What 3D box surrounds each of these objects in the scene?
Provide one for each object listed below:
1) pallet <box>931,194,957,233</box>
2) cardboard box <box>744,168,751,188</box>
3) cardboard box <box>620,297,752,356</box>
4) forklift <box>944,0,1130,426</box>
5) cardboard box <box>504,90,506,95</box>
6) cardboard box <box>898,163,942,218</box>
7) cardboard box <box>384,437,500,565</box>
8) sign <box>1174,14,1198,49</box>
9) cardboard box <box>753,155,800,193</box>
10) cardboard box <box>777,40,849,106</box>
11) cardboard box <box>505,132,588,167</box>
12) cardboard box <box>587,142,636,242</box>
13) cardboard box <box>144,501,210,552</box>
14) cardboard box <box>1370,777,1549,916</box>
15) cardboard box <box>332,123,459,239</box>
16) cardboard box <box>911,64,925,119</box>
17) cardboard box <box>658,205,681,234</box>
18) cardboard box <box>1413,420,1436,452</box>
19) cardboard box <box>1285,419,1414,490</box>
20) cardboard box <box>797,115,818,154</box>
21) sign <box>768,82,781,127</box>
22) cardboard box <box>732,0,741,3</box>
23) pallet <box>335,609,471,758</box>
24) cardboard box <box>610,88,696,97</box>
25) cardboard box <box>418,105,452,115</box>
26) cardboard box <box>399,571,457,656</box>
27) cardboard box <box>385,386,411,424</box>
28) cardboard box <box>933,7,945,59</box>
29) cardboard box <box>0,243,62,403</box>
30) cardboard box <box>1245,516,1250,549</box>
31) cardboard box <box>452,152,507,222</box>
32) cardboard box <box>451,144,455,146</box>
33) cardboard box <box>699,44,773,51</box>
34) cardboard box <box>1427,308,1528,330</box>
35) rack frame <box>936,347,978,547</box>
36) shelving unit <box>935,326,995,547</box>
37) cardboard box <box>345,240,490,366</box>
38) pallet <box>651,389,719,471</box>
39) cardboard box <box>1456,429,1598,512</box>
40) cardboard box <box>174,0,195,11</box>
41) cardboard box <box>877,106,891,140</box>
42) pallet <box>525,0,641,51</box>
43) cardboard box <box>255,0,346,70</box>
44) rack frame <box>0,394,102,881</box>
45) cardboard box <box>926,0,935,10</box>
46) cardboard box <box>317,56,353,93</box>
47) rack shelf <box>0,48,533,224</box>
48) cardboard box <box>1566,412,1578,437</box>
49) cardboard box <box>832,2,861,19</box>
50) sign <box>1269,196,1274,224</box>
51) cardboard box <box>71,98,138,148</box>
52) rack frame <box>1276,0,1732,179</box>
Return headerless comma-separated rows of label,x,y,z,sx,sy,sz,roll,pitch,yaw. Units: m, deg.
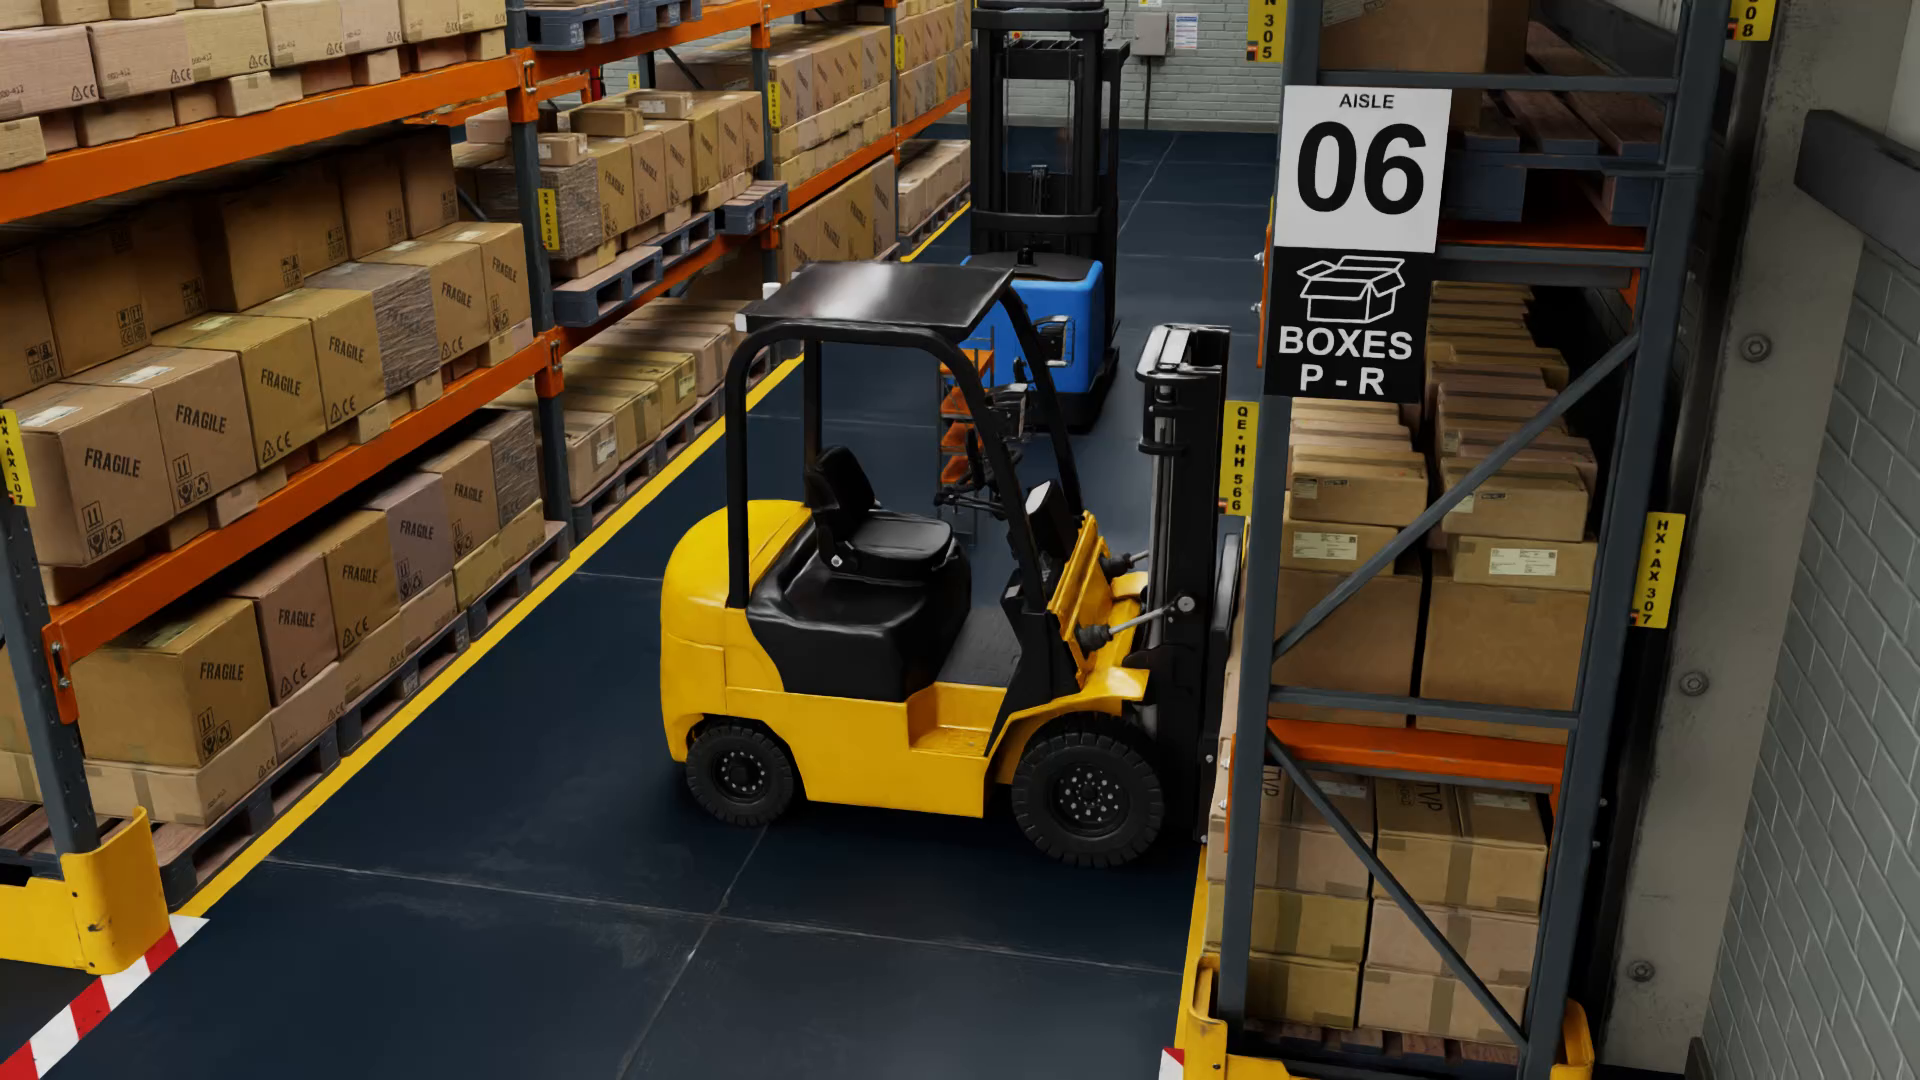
pallet,-0.645,-3.718,18.803,1.003,0.211,1.213,4,22,11
cardboard box,-1.760,-2.666,12.232,0.380,0.149,0.250,5,22,12
cardboard box,-2.064,-1.599,12.764,0.950,0.372,0.625,3,22,7
forklift,0.665,-2.677,12.578,1.130,2.935,3.031,4,22,10
cardboard box,-5.381,-5.181,19.040,0.380,0.149,0.250,5,23,13
cardboard box,-0.708,-3.847,18.258,0.875,0.438,0.875,4,22,9
cardboard box,-2.716,-0.210,8.475,0.500,0.500,0.500,5,22,12
sign,3.373,-7.599,24.834,0.329,0.494,0.001,4,22,11
cardboard box,-1.593,-2.919,13.287,0.500,0.250,0.500,4,22,10
cardboard box,-1.280,-4.055,14.435,0.500,0.500,0.500,5,22,12
cardboard box,-2.313,-2.191,9.317,0.380,0.149,0.250,4,22,11
cardboard box,-2.277,-2.078,9.904,0.500,0.500,0.500,5,22,11
cardboard box,-3.129,-0.079,6.372,0.380,0.149,0.250,4,22,9
cardboard box,1.572,0.929,5.311,0.500,0.250,0.500,4,22,10
cardboard box,-3.058,-1.870,8.611,0.700,0.500,0.500,4,22,10
cardboard box,-0.664,-4.674,17.309,0.500,0.500,0.500,5,22,11
cardboard box,-2.040,-2.097,10.819,0.380,0.149,0.250,5,23,13
cardboard box,1.844,-0.109,5.975,0.500,0.500,0.500,4,22,10
cardboard box,1.175,-0.251,5.061,0.380,0.149,0.250,4,22,11
cardboard box,-1.488,-3.347,13.680,0.500,0.250,0.500,5,22,12
sign,-1.406,-3.291,12.567,0.100,0.325,0.005,4,22,11
cardboard box,-1.798,-3.973,12.023,0.380,0.149,0.250,4,22,11
pallet,-3.105,0.623,8.023,1.003,0.211,1.213,4,22,11
cardboard box,-2.258,-3.061,12.345,0.500,0.500,0.500,4,22,9
cardboard box,-5.611,-4.594,17.582,0.380,0.149,0.250,5,23,13
cardboard box,-2.820,0.332,8.131,0.500,0.250,0.500,5,22,12
cardboard box,-2.808,-0.646,7.778,0.380,0.149,0.250,4,22,10
cardboard box,-0.459,-5.513,18.054,0.500,0.500,0.500,4,22,11
cardboard box,-3.681,-0.755,5.842,0.700,0.500,0.500,4,22,10
cardboard box,1.584,-0.033,7.700,0.500,0.250,0.500,4,22,11
cardboard box,-2.886,-1.932,9.541,0.500,0.500,0.500,4,22,10
cardboard box,-5.862,-4.595,19.705,0.380,0.149,0.250,5,22,12
cardboard box,-1.885,-3.918,14.093,0.500,0.500,0.500,4,22,11
cardboard box,1.960,-0.778,6.371,0.380,0.149,0.250,5,22,12
rack frame,-0.016,-0.528,9.558,0.240,1.200,0.015,4,22,11
shelving unit,0.034,-0.617,9.780,0.258,1.200,0.503,4,22,11
cardboard box,-2.701,-1.180,8.237,0.500,0.500,0.500,5,23,13
pallet,-2.351,-0.805,11.570,1.003,0.211,1.213,4,22,11
cardboard box,1.681,-0.210,4.961,0.380,0.149,0.250,5,23,13
cardboard box,-3.071,-2.026,6.124,0.380,0.149,0.250,4,22,11
cardboard box,-0.968,-4.039,16.068,0.500,0.250,0.500,4,22,10
pallet,-2.525,-2.888,9.245,1.213,0.211,1.003,4,22,11
cardboard box,-2.891,-2.087,6.807,0.500,0.250,0.500,5,22,12
rack frame,-3.572,0.097,5.598,1.000,3.000,0.127,4,22,11
cardboard box,-0.475,-5.754,17.785,0.380,0.149,0.250,5,22,11
cardboard box,-2.881,-2.039,7.221,0.380,0.149,0.250,5,22,12
rack shelf,-3.164,-1.692,6.988,1.077,0.370,4.000,4,22,11
cardboard box,1.892,-0.344,5.690,0.380,0.149,0.250,5,22,11
cardboard box,-1.212,-5.328,16.727,0.380,0.149,0.250,5,22,12
sign,1.571,-1.527,8.187,0.100,0.325,0.005,4,22,11
cardboard box,-3.133,-1.472,5.814,0.380,0.149,0.250,5,22,12
rack frame,1.288,-2.309,3.541,1.000,3.000,0.127,4,22,11
